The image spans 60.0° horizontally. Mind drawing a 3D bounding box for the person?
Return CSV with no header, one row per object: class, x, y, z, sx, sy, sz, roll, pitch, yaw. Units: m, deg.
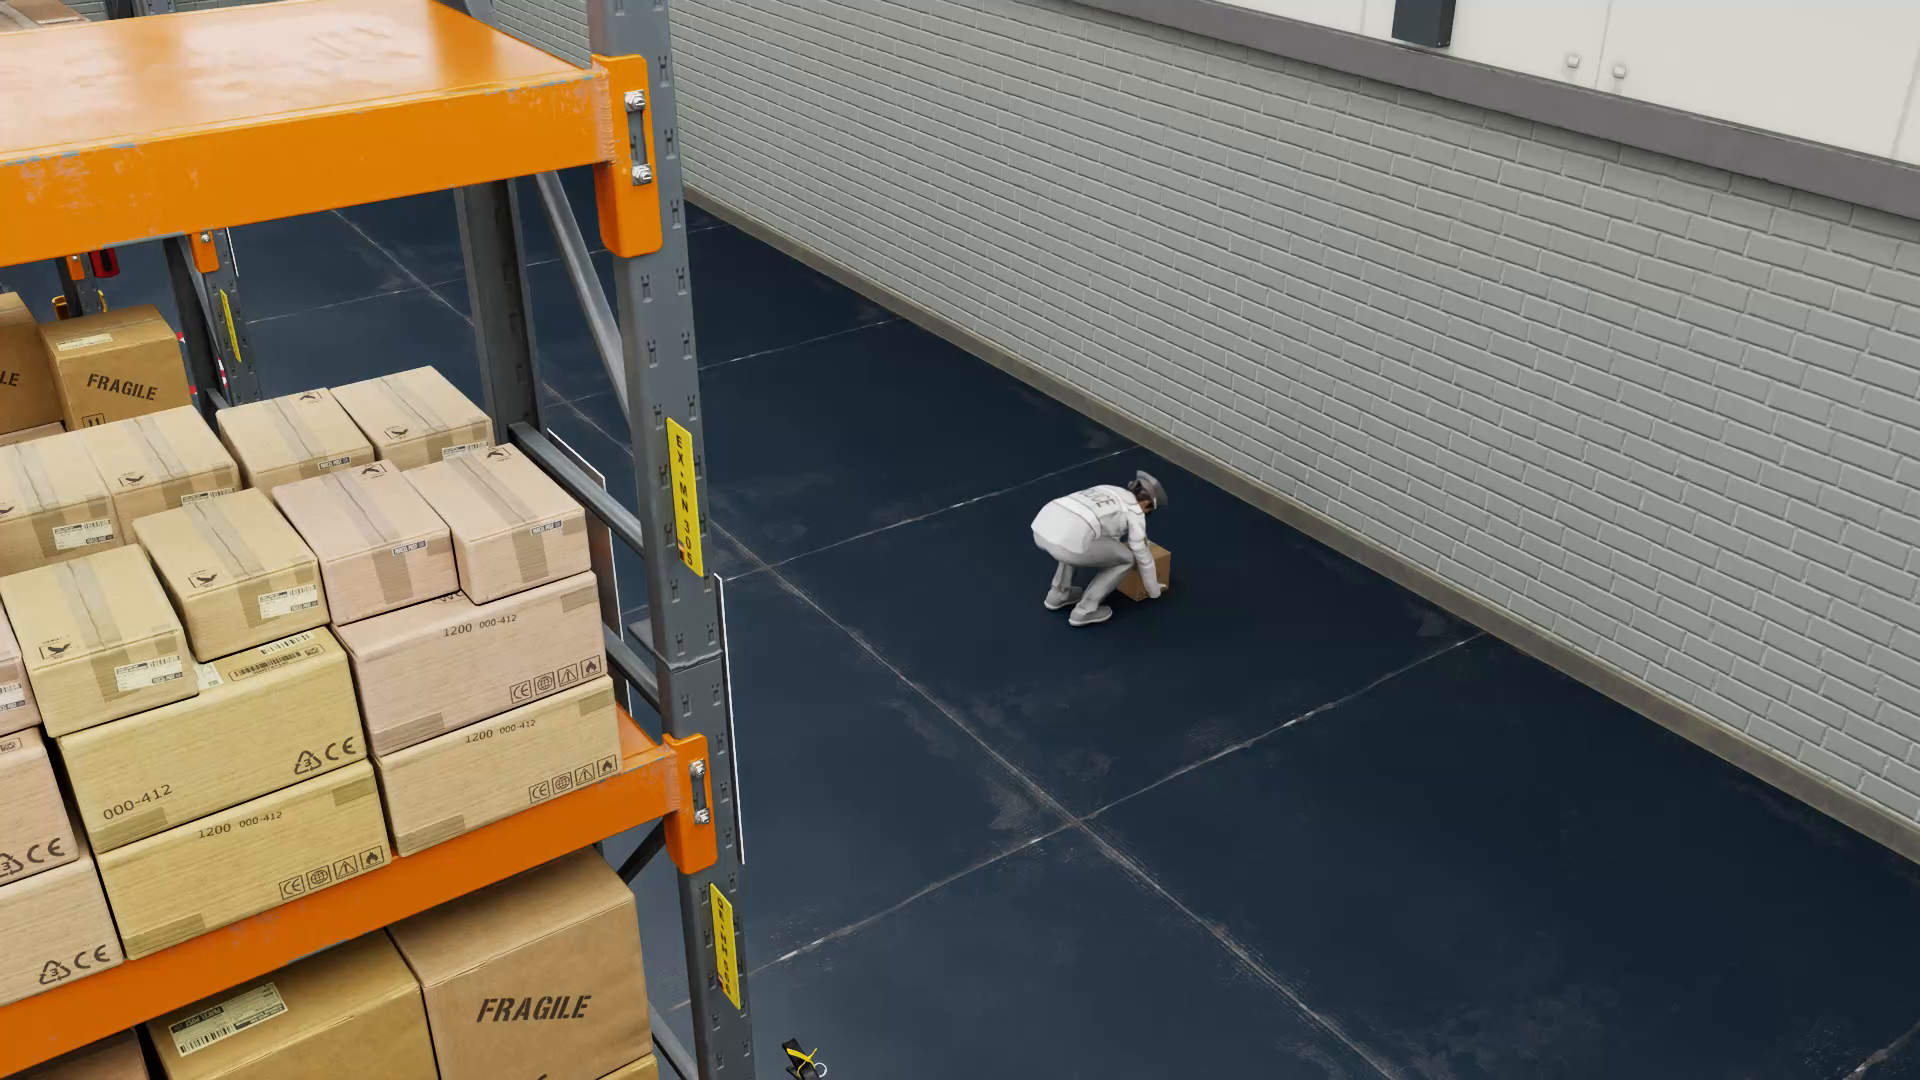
person,0.814,0.046,9.556,0.914,0.760,0.458,-20,35,-32
